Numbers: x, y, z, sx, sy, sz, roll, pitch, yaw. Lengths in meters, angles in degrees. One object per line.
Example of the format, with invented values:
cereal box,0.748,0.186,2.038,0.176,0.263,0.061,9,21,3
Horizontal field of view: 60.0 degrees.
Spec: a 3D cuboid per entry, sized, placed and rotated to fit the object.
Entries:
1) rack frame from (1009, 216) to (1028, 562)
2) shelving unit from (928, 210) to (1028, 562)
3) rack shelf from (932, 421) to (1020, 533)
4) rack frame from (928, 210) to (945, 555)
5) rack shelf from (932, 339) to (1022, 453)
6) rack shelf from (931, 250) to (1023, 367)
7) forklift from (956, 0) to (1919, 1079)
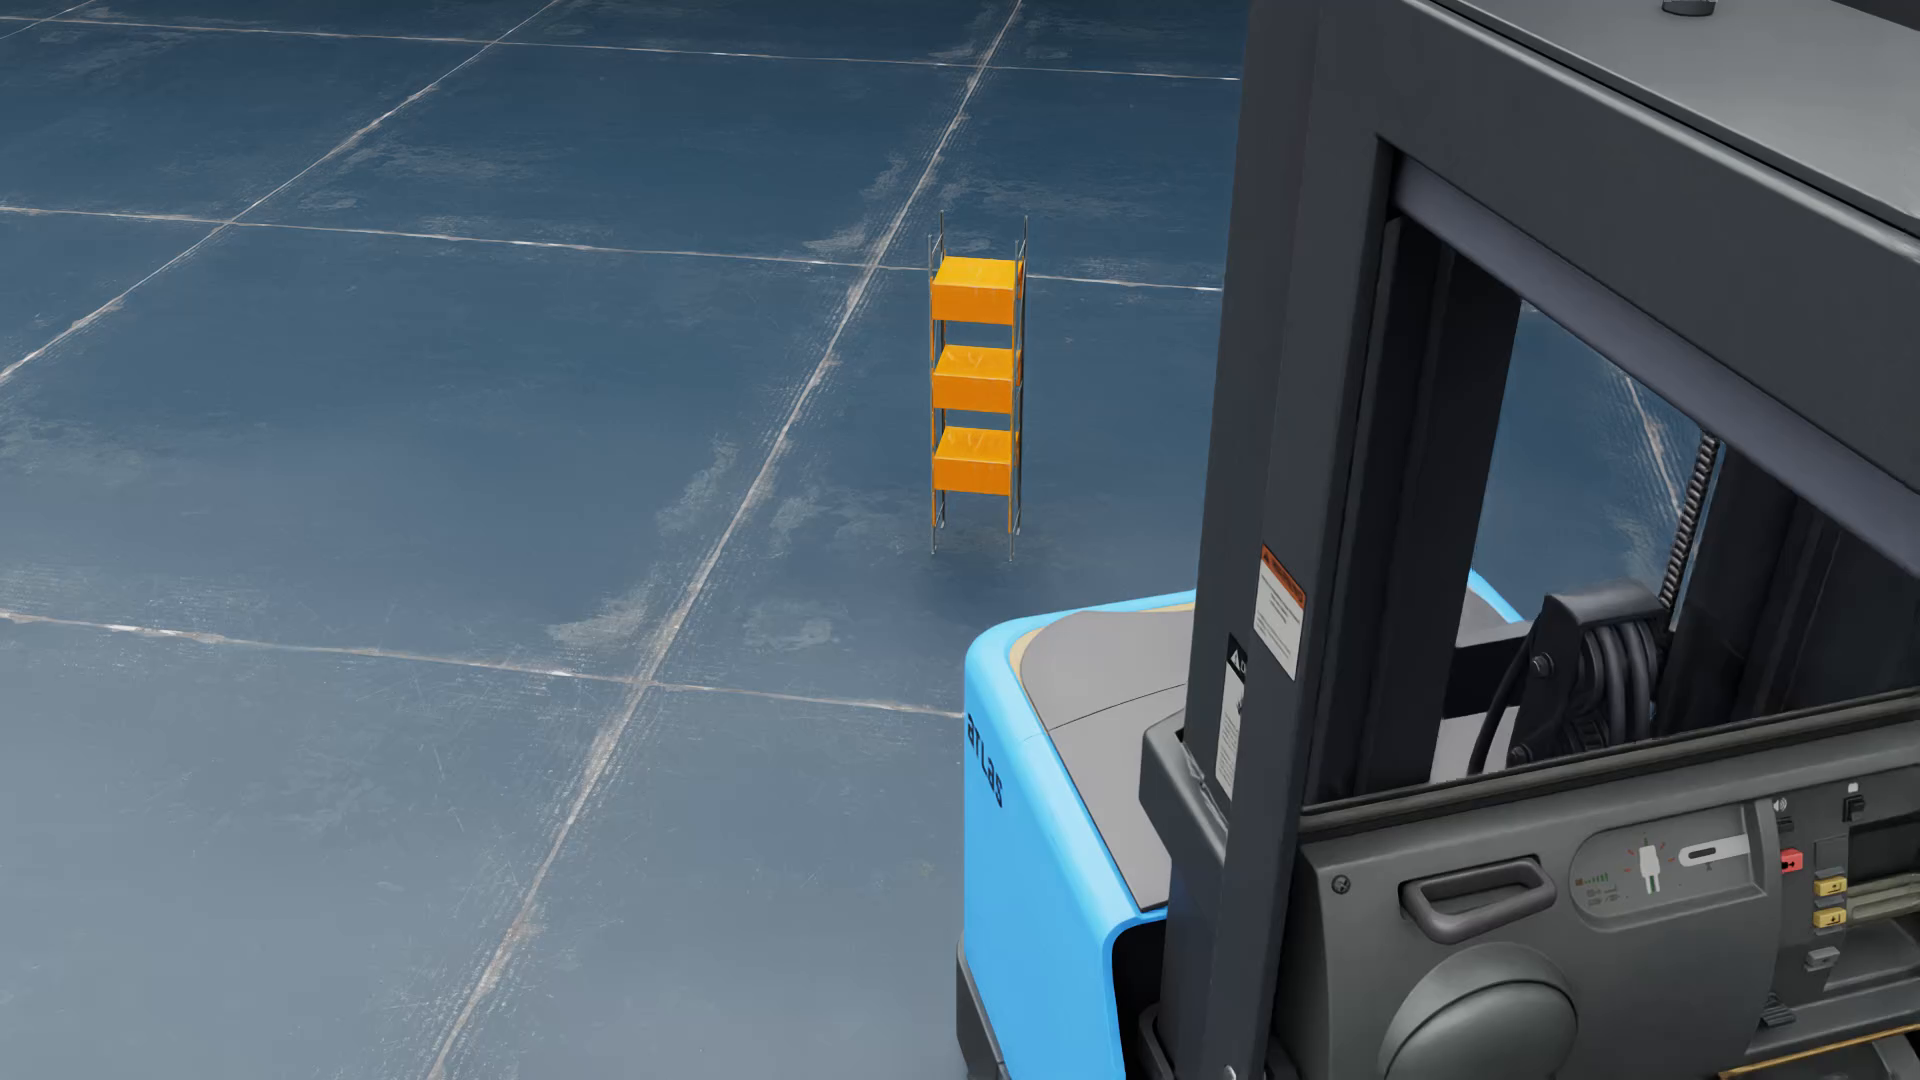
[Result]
rack frame,0.173,-0.429,4.946,0.008,1.050,0.200,5,32,8
shelving unit,0.053,-0.440,4.964,0.252,1.050,0.215,5,32,8
rack shelf,0.053,-0.196,5.117,0.240,0.259,0.215,5,32,8
rack frame,-0.068,-0.451,4.981,0.008,1.050,0.200,5,32,8
rack shelf,0.053,-0.431,4.969,0.240,0.259,0.215,5,32,8
rack shelf,0.053,-0.672,4.819,0.240,0.259,0.215,5,32,8
forklift,0.884,0.503,1.685,1.130,2.935,3.031,-9,33,-13
